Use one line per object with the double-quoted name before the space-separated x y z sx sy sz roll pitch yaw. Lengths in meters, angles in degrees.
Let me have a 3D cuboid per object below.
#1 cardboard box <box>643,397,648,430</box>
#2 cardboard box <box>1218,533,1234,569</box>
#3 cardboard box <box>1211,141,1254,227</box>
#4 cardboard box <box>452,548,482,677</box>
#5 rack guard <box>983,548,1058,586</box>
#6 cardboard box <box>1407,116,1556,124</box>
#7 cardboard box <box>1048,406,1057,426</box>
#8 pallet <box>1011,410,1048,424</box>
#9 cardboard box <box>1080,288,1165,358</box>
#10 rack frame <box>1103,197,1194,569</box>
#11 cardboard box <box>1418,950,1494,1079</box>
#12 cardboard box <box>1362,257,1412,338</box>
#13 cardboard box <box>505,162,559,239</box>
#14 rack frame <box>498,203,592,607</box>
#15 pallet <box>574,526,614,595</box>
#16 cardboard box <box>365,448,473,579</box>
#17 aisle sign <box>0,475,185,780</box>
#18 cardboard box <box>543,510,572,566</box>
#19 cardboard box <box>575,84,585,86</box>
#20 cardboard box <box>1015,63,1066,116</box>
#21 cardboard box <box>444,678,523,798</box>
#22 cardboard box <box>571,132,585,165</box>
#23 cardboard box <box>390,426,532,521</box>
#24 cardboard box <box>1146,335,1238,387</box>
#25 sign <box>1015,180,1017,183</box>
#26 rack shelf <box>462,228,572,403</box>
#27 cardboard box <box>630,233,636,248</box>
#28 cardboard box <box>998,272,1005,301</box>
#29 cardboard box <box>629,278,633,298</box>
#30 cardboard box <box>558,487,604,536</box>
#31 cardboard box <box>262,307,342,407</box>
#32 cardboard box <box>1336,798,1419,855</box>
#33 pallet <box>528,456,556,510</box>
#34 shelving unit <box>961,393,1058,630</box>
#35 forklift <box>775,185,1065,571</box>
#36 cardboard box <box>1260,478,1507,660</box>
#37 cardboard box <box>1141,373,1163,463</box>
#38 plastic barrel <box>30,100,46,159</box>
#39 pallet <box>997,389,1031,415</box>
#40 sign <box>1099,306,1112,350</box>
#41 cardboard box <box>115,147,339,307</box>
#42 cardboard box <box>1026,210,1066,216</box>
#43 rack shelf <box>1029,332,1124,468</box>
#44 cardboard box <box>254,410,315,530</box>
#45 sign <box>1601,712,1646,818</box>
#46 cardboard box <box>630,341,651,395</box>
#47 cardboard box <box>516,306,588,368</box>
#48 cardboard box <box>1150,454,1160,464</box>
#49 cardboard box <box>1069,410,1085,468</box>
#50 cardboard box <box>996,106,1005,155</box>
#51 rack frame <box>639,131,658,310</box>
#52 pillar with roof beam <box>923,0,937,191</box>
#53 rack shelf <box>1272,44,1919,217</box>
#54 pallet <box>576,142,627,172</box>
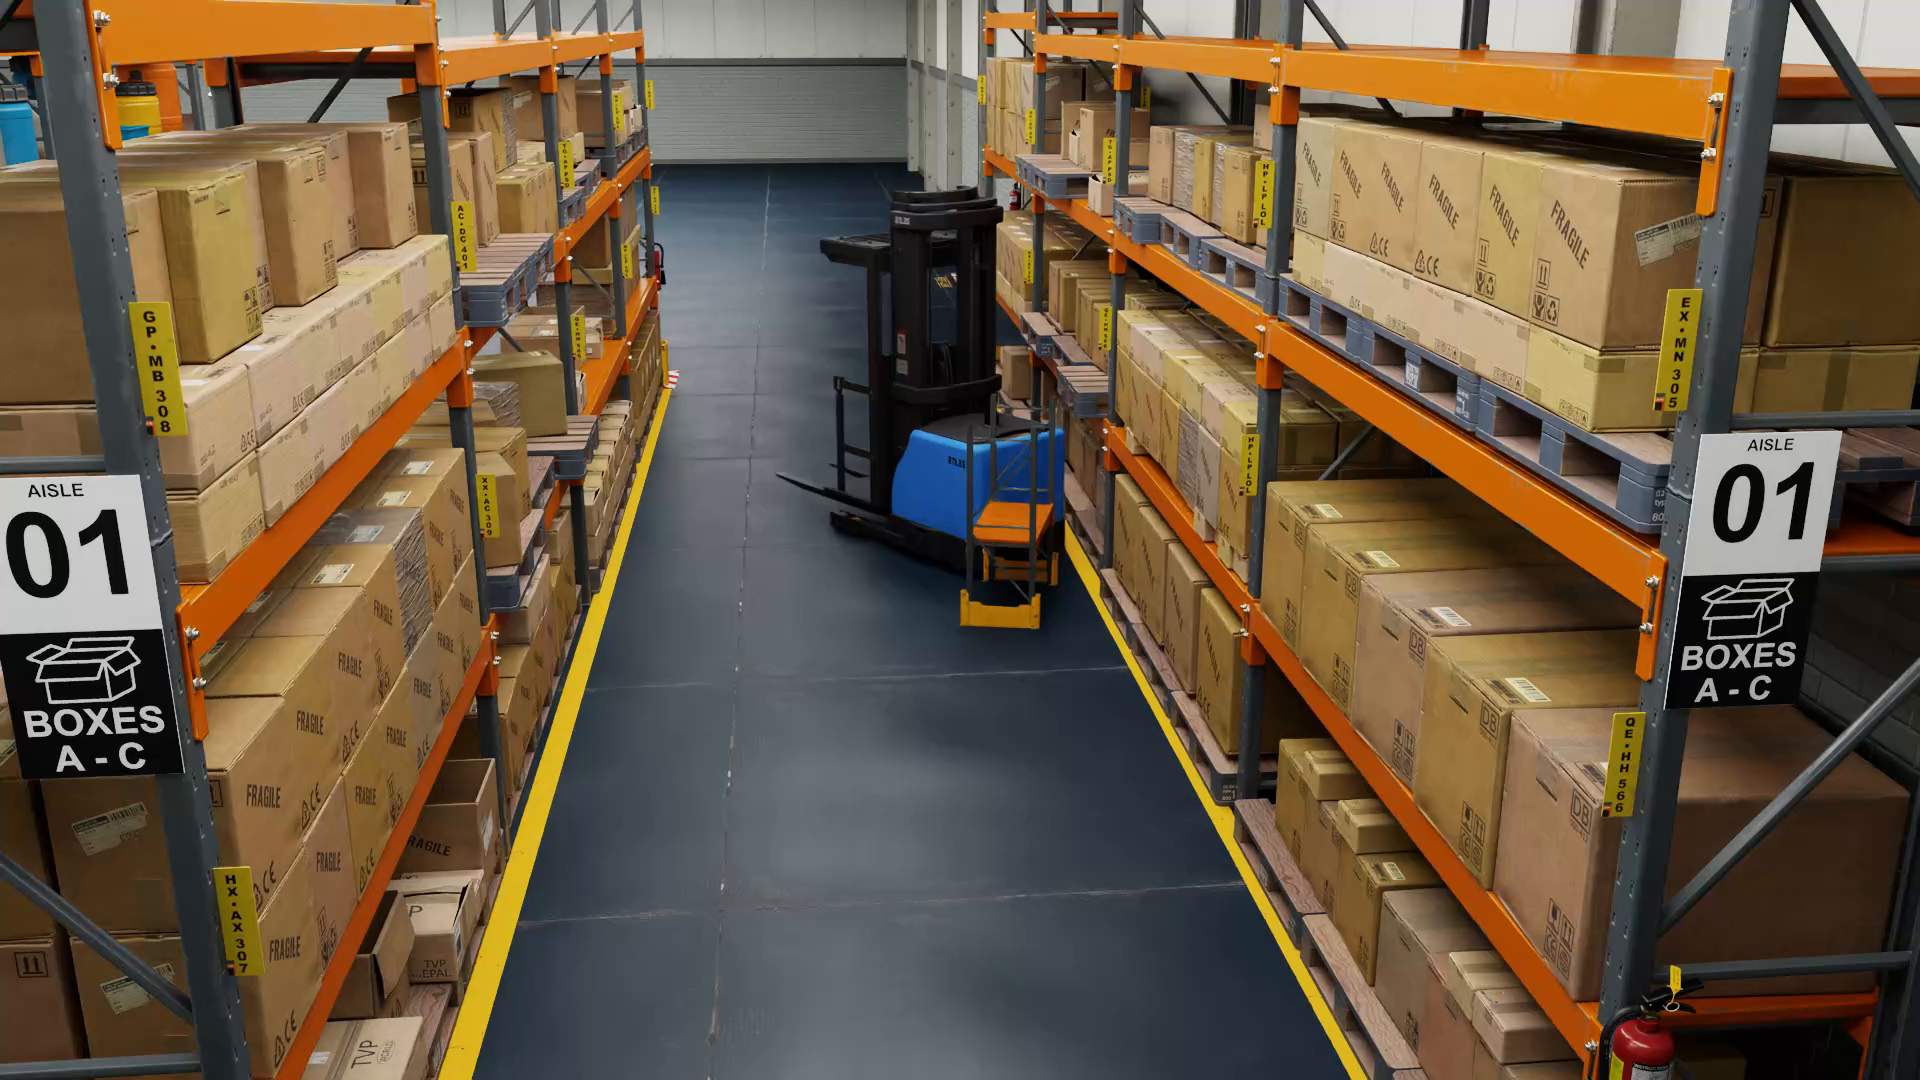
"cardboard box" -3.507 -1.306 17.218 0.500 0.250 0.500 -2 18 -6
"cardboard box" 1.672 0.053 9.388 0.380 0.149 0.250 -1 17 -5
"cardboard box" 1.947 -2.161 10.142 0.700 0.500 0.500 -2 18 -6
"cardboard box" -2.582 0.356 7.868 0.500 0.500 0.500 -1 17 -5
"rack guard" 0.478 0.212 13.085 0.587 0.250 0.087 3 18 10
"cardboard box" 2.342 -1.656 7.566 0.500 0.500 0.500 -2 18 -6
"cardboard box" 1.128 -1.291 17.278 0.380 0.166 0.250 -4 18 -13
"pallet" 1.109 -1.143 17.467 1.003 0.211 1.213 -2 18 -6
"cardboard box" 1.417 -1.851 14.164 0.700 0.500 0.500 -2 18 -6
"rack frame" 1.626 -1.083 12.619 1.000 3.000 0.127 -2 18 -6
"cardboard box" 2.227 1.938 6.468 0.700 0.500 0.500 -2 18 -6
"cardboard box" 1.946 -0.980 6.666 0.500 0.250 0.500 -2 18 -7
"cardboard box" -3.223 -2.279 11.253 0.910 0.500 0.500 -2 18 -6
"rack frame" -3.301 -0.929 12.128 1.000 3.000 0.127 -2 18 -6
"pallet" -3.347 0.155 13.331 1.003 0.211 1.213 -2 18 -6
"cardboard box" -2.579 -0.119 7.713 0.500 0.500 0.500 -2 18 -5
"aisle sign" -2.177 0.225 4.111 0.394 0.787 0.004 -2 18 -6
"cardboard box" -2.961 -0.016 11.407 0.500 0.250 0.500 -1 17 -4
"cardboard box" -4.227 -4.555 17.569 0.500 0.500 0.500 -2 18 -6
"cardboard box" 0.824 -4.545 16.769 0.500 0.500 0.500 -1 17 -3
"cardboard box" -2.696 1.094 9.124 0.500 0.500 0.500 -3 18 -8
"cardboard box" -3.660 -3.497 14.849 0.500 0.250 0.500 0 17 0
"cardboard box" -2.849 -0.336 9.372 0.700 0.500 0.500 1 17 3
"cardboard box" 1.528 -1.188 11.004 0.500 0.250 0.500 -2 18 -5
"sign" 0.943 -5.995 28.204 0.001 0.329 0.234 -2 18 -6
"rack shelf" -3.095 -1.421 9.889 1.077 0.370 4.000 -2 18 -6
"cardboard box" -3.819 -3.332 18.534 0.380 0.149 0.250 -2 17 -5
"cardboard box" 0.699 -2.792 18.281 0.500 0.250 0.500 -2 18 -5
"cardboard box" -3.987 -2.916 18.291 0.700 0.500 0.500 -2 18 -5
"cardboard box" -3.063 -0.250 12.919 0.500 0.311 0.500 -1 17 -4
"cardboard box" -2.373 -0.603 5.497 0.500 0.250 0.500 -2 18 -6
"cardboard box" 1.921 1.281 7.479 0.380 0.149 0.250 -2 18 -7
"pallet" -3.096 -0.258 10.312 1.003 0.211 1.213 -2 18 -6
"shelving unit" 0.388 -0.238 12.431 0.587 1.500 1.083 3 18 10
"forklift" -0.474 -1.522 14.131 1.130 2.935 3.031 -14 22 -38
"cardboard box" 2.078 0.128 8.262 0.980 0.700 0.700 -2 17 -5
"cardboard box" 1.516 -0.825 11.102 0.500 0.500 0.500 -2 18 -6
"plastic barrel" -8.490 -3.788 15.339 0.421 0.512 0.421 0 17 0
"pallet" 0.980 -1.508 18.627 1.003 0.211 1.213 -2 18 -6
"sign" 1.087 -1.578 12.395 0.100 0.325 0.005 -2 18 -6
"cardboard box" -2.629 -1.103 5.839 0.700 0.500 0.500 -2 18 -6
"cardboard box" 1.061 -3.628 19.692 0.500 0.500 0.500 -2 18 -6
"rack shelf" 1.419 -1.336 14.625 1.077 0.370 4.000 -2 18 -6
"cardboard box" -2.315 -0.215 5.098 0.500 0.250 0.500 -2 18 -6
"sign" 1.910 0.648 4.778 0.100 0.325 0.005 -2 18 -6
"cardboard box" -3.554 -1.813 17.581 0.500 0.500 0.500 -2 18 -6
"cardboard box" -3.597 -1.782 14.679 0.500 0.500 0.500 -1 17 -2
"cardboard box" 1.538 -0.639 11.592 0.380 0.149 0.250 -2 18 -6
"cardboard box" 1.409 -0.921 15.541 0.700 0.500 0.500 -2 18 -7
"cardboard box" 0.664 -4.532 18.396 0.500 0.500 0.500 -1 17 -3
"rack frame" -4.126 -3.312 19.720 1.000 3.000 0.127 -2 18 -6
"pillar with roof beam" -5.024 -13.164 41.086 9.100 9.000 0.400 -2 18 -6
"rack shelf" 2.244 -1.624 6.194 1.077 0.370 4.000 -2 18 -6
"pallet" -3.828 -3.763 16.295 1.003 0.211 1.213 -2 18 -6
